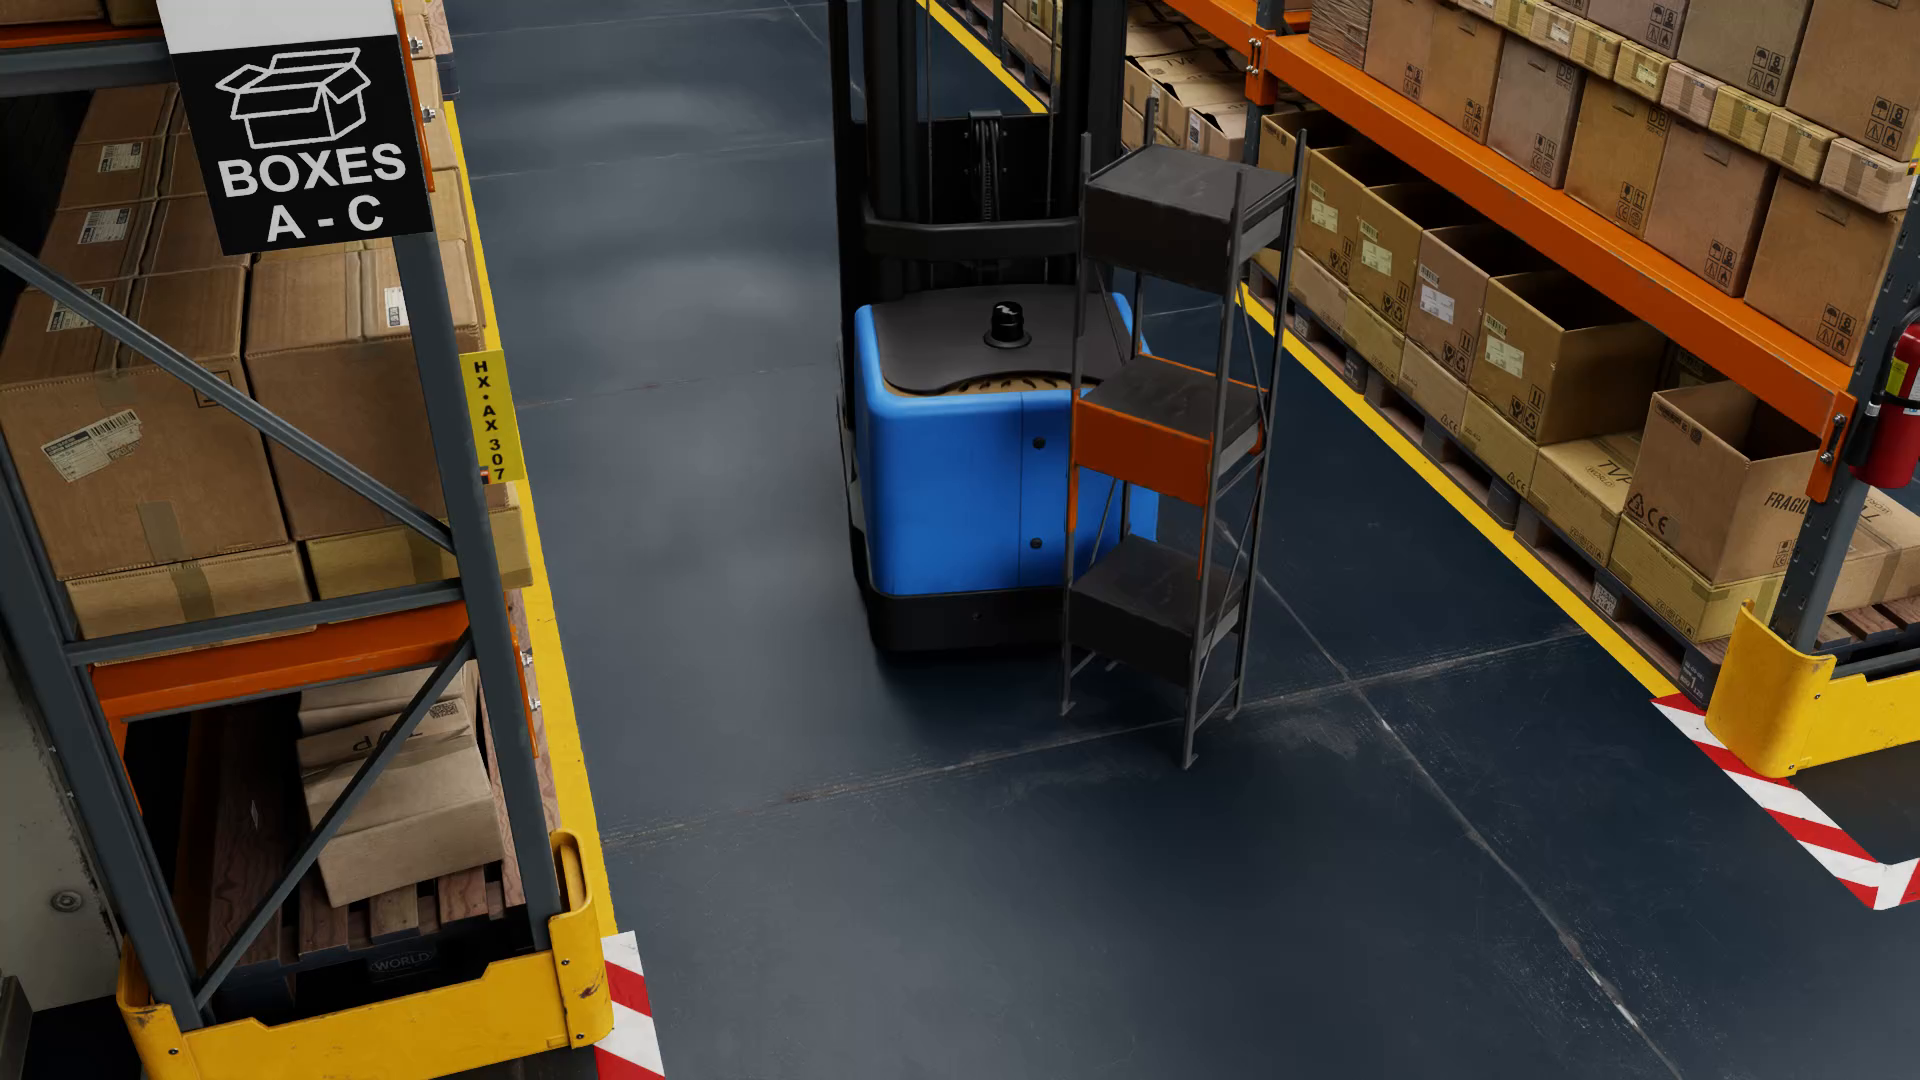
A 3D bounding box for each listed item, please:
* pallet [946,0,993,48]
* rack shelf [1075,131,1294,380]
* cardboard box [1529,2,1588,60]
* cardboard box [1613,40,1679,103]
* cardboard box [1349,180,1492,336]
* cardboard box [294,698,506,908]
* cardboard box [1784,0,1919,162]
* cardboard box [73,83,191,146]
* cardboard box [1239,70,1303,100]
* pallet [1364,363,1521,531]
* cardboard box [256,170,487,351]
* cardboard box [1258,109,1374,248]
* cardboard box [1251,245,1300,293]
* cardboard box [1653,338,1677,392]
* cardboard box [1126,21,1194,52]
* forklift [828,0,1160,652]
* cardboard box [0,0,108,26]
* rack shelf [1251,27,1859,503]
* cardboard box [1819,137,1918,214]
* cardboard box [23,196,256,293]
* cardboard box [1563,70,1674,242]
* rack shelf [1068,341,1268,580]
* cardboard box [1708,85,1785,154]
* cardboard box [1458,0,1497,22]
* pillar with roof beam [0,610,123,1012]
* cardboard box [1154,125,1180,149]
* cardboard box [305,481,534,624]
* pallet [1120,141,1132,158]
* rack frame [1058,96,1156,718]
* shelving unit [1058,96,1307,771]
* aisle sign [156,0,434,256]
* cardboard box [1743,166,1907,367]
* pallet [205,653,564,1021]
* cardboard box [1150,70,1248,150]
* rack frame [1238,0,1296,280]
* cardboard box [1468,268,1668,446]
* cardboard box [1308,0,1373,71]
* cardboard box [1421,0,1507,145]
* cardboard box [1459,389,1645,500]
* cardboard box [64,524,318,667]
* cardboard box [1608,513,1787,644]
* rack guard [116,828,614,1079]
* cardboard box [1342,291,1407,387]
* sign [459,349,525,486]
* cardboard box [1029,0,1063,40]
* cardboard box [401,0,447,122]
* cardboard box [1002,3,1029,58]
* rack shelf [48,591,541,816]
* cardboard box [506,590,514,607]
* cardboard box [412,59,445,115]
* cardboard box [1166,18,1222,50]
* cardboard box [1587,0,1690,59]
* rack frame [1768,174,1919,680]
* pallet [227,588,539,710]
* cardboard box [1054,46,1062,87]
[{"bbox_3d":[0.540,-4.084,12.738,1.003,0.211,1.213,-10,35,-15],"label":"pallet"},{"bbox_3d":[0.660,-0.843,4.874,0.480,0.518,0.431,21,39,29],"label":"rack shelf"},{"bbox_3d":[2.398,-1.943,6.291,0.380,0.149,0.250,-10,35,-15],"label":"cardboard box"},{"bbox_3d":[2.559,-1.671,5.879,0.380,0.149,0.250,-9,34,-13],"label":"cardboard box"},{"bbox_3d":[2.100,-1.268,7.382,0.500,0.500,0.500,-10,35,-15],"label":"cardboard box"},{"bbox_3d":[-1.670,0.746,4.939,0.500,0.311,0.500,-14,36,-20],"label":"cardboard box"},{"bbox_3d":[3.025,-1.506,5.041,0.700,0.500,0.500,-10,35,-15],"label":"cardboard box"},{"bbox_3d":[-2.351,-1.085,5.109,0.500,0.500,0.500,-10,35,-14],"label":"cardboard box"},{"bbox_3d":[1.915,-2.533,9.467,0.500,0.311,0.500,-10,35,-15],"label":"cardboard box"},{"bbox_3d":[2.530,-0.519,7.344,1.003,0.211,1.213,-10,35,-15],"label":"pallet"},{"bbox_3d":[-1.546,-0.634,4.427,0.500,0.500,0.500,-10,35,-15],"label":"cardboard box"},{"bbox_3d":[1.795,-1.793,8.176,0.500,0.500,0.500,-10,35,-15],"label":"cardboard box"},{"bbox_3d":[1.804,-1.482,8.385,0.500,0.250,0.500,-10,35,-15],"label":"cardboard box"},{"bbox_3d":[2.901,-0.831,6.720,0.500,0.500,0.500,-10,35,-15],"label":"cardboard box"},{"bbox_3d":[1.090,-2.974,10.134,0.500,0.311,0.500,-10,35,-15],"label":"cardboard box"},{"bbox_3d":[0.038,-1.615,6.535,1.130,2.935,3.031,-4,34,-5],"label":"forklift"},{"bbox_3d":[-1.913,-1.291,3.154,0.500,0.500,0.500,-8,34,-11],"label":"cardboard box"},{"bbox_3d":[2.561,-1.398,6.798,1.077,0.370,4.000,-10,35,-15],"label":"rack shelf"},{"bbox_3d":[2.874,-1.129,5.059,0.380,0.149,0.250,-11,35,-16],"label":"cardboard box"},{"bbox_3d":[-2.035,-0.550,4.299,0.500,0.500,0.500,-10,35,-14],"label":"cardboard box"},{"bbox_3d":[2.731,-1.474,6.169,0.700,0.500,0.500,-10,35,-14],"label":"cardboard box"},{"bbox_3d":[0.662,-0.259,5.260,0.480,0.518,0.431,21,39,29],"label":"rack shelf"},{"bbox_3d":[2.714,-1.401,5.470,0.380,0.149,0.250,-11,35,-15],"label":"cardboard box"},{"bbox_3d":[2.246,-2.211,6.697,0.380,0.149,0.250,-11,35,-16],"label":"cardboard box"},{"bbox_3d":[1.518,-3.262,3.525,9.100,9.000,0.400,-10,35,-15],"label":"pillar with roof beam"},{"bbox_3d":[1.396,-2.211,9.489,0.500,0.250,0.500,-11,35,-15],"label":"cardboard box"},{"bbox_3d":[-1.391,-0.069,4.251,0.500,0.250,0.500,-11,35,-16],"label":"cardboard box"},{"bbox_3d":[1.314,-2.607,10.504,1.003,0.211,1.213,-10,35,-15],"label":"pallet"},{"bbox_3d":[0.462,-0.347,5.370,0.015,2.100,0.400,21,39,29],"label":"rack frame"},{"bbox_3d":[0.662,-0.270,5.253,0.503,2.100,0.431,21,39,29],"label":"shelving unit"},{"bbox_3d":[-1.237,-0.911,3.049,0.394,0.787,0.004,-10,35,-15],"label":"aisle sign"},{"bbox_3d":[3.041,-0.937,5.357,0.700,0.500,0.500,-10,35,-15],"label":"cardboard box"},{"bbox_3d":[-1.782,0.878,5.230,1.003,0.211,1.213,-10,35,-15],"label":"pallet"},{"bbox_3d":[1.390,-2.447,9.337,0.500,0.311,0.500,-9,35,-13],"label":"cardboard box"},{"bbox_3d":[1.951,-2.749,8.189,1.000,3.000,0.127,-10,35,-15],"label":"rack frame"},{"bbox_3d":[2.406,-0.743,6.587,0.500,0.500,0.500,-10,35,-15],"label":"cardboard box"},{"bbox_3d":[2.093,-2.558,7.810,0.700,0.500,0.500,-11,35,-16],"label":"cardboard box"},{"bbox_3d":[2.409,-2.018,6.993,0.700,0.500,0.500,-10,35,-14],"label":"cardboard box"},{"bbox_3d":[2.408,-0.431,6.795,0.500,0.250,0.500,-10,35,-15],"label":"cardboard box"},{"bbox_3d":[-1.872,0.028,4.105,0.500,0.250,0.500,-10,35,-14],"label":"cardboard box"},{"bbox_3d":[2.727,0.092,6.004,0.500,0.250,0.500,-10,35,-15],"label":"cardboard box"},{"bbox_3d":[-1.568,1.190,4.496,1.175,0.500,0.348,-10,35,-15],"label":"rack guard"},{"bbox_3d":[2.099,-0.955,7.588,0.500,0.250,0.500,-10,35,-15],"label":"cardboard box"},{"bbox_3d":[-1.028,-0.266,3.646,0.100,0.325,0.005,-10,35,-15],"label":"sign"},{"bbox_3d":[0.780,-3.512,10.948,0.500,0.311,0.500,-11,35,-16],"label":"cardboard box"},{"bbox_3d":[-2.169,-1.715,6.062,0.500,0.500,0.500,-10,35,-15],"label":"cardboard box"},{"bbox_3d":[0.611,-3.552,11.518,0.500,0.250,0.500,-10,35,-15],"label":"cardboard box"},{"bbox_3d":[-2.155,-0.563,5.534,1.077,0.370,4.000,-10,35,-15],"label":"rack shelf"},{"bbox_3d":[-2.020,-0.025,5.936,0.700,0.500,0.500,-12,35,-18],"label":"cardboard box"},{"bbox_3d":[-1.866,-1.176,5.246,0.500,0.500,0.500,-9,34,-13],"label":"cardboard box"},{"bbox_3d":[1.592,-3.076,10.289,0.500,0.311,0.500,-9,35,-13],"label":"cardboard box"},{"bbox_3d":[2.705,-2.046,5.858,0.700,0.500,0.500,-10,35,-15],"label":"cardboard box"},{"bbox_3d":[3.172,-0.648,5.010,1.000,3.000,0.127,-10,35,-15],"label":"rack frame"},{"bbox_3d":[-2.151,0.238,6.198,1.003,0.211,1.213,-10,35,-15],"label":"pallet"},{"bbox_3d":[0.930,-3.017,10.708,0.500,0.250,0.500,-11,35,-16],"label":"cardboard box"}]
